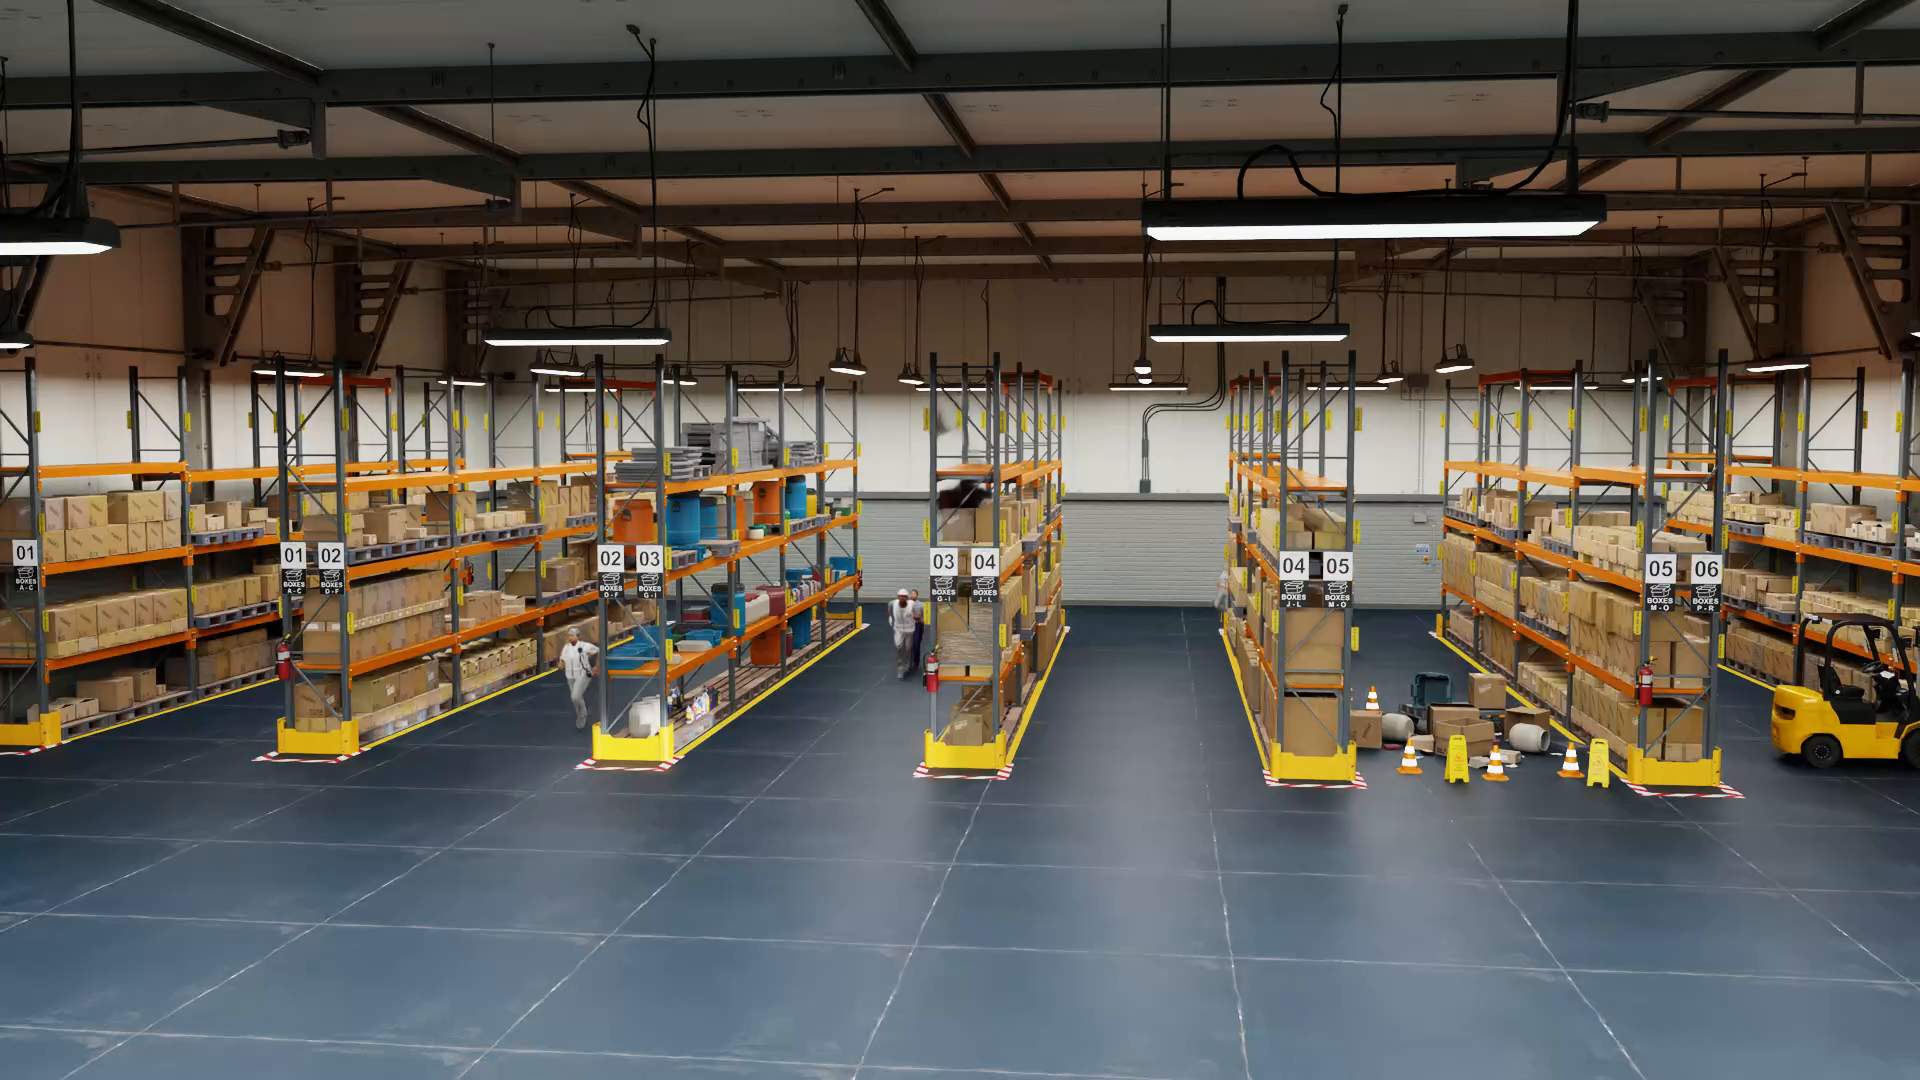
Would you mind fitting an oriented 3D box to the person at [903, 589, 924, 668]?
[{"bbox_3d":[-0.963,1.804,33.790,0.595,1.602,0.544,1,4,9],"label":"person"}]

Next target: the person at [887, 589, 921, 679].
[{"bbox_3d":[-1.100,1.821,32.723,0.662,1.775,0.965,0,4,-1],"label":"person"}]

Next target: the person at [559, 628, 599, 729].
[{"bbox_3d":[-6.222,2.259,27.153,0.615,1.638,0.832,1,4,20],"label":"person"}]

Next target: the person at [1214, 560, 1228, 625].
[{"bbox_3d":[6.479,1.300,40.600,0.610,1.635,0.544,-3,5,-36],"label":"person"}]
